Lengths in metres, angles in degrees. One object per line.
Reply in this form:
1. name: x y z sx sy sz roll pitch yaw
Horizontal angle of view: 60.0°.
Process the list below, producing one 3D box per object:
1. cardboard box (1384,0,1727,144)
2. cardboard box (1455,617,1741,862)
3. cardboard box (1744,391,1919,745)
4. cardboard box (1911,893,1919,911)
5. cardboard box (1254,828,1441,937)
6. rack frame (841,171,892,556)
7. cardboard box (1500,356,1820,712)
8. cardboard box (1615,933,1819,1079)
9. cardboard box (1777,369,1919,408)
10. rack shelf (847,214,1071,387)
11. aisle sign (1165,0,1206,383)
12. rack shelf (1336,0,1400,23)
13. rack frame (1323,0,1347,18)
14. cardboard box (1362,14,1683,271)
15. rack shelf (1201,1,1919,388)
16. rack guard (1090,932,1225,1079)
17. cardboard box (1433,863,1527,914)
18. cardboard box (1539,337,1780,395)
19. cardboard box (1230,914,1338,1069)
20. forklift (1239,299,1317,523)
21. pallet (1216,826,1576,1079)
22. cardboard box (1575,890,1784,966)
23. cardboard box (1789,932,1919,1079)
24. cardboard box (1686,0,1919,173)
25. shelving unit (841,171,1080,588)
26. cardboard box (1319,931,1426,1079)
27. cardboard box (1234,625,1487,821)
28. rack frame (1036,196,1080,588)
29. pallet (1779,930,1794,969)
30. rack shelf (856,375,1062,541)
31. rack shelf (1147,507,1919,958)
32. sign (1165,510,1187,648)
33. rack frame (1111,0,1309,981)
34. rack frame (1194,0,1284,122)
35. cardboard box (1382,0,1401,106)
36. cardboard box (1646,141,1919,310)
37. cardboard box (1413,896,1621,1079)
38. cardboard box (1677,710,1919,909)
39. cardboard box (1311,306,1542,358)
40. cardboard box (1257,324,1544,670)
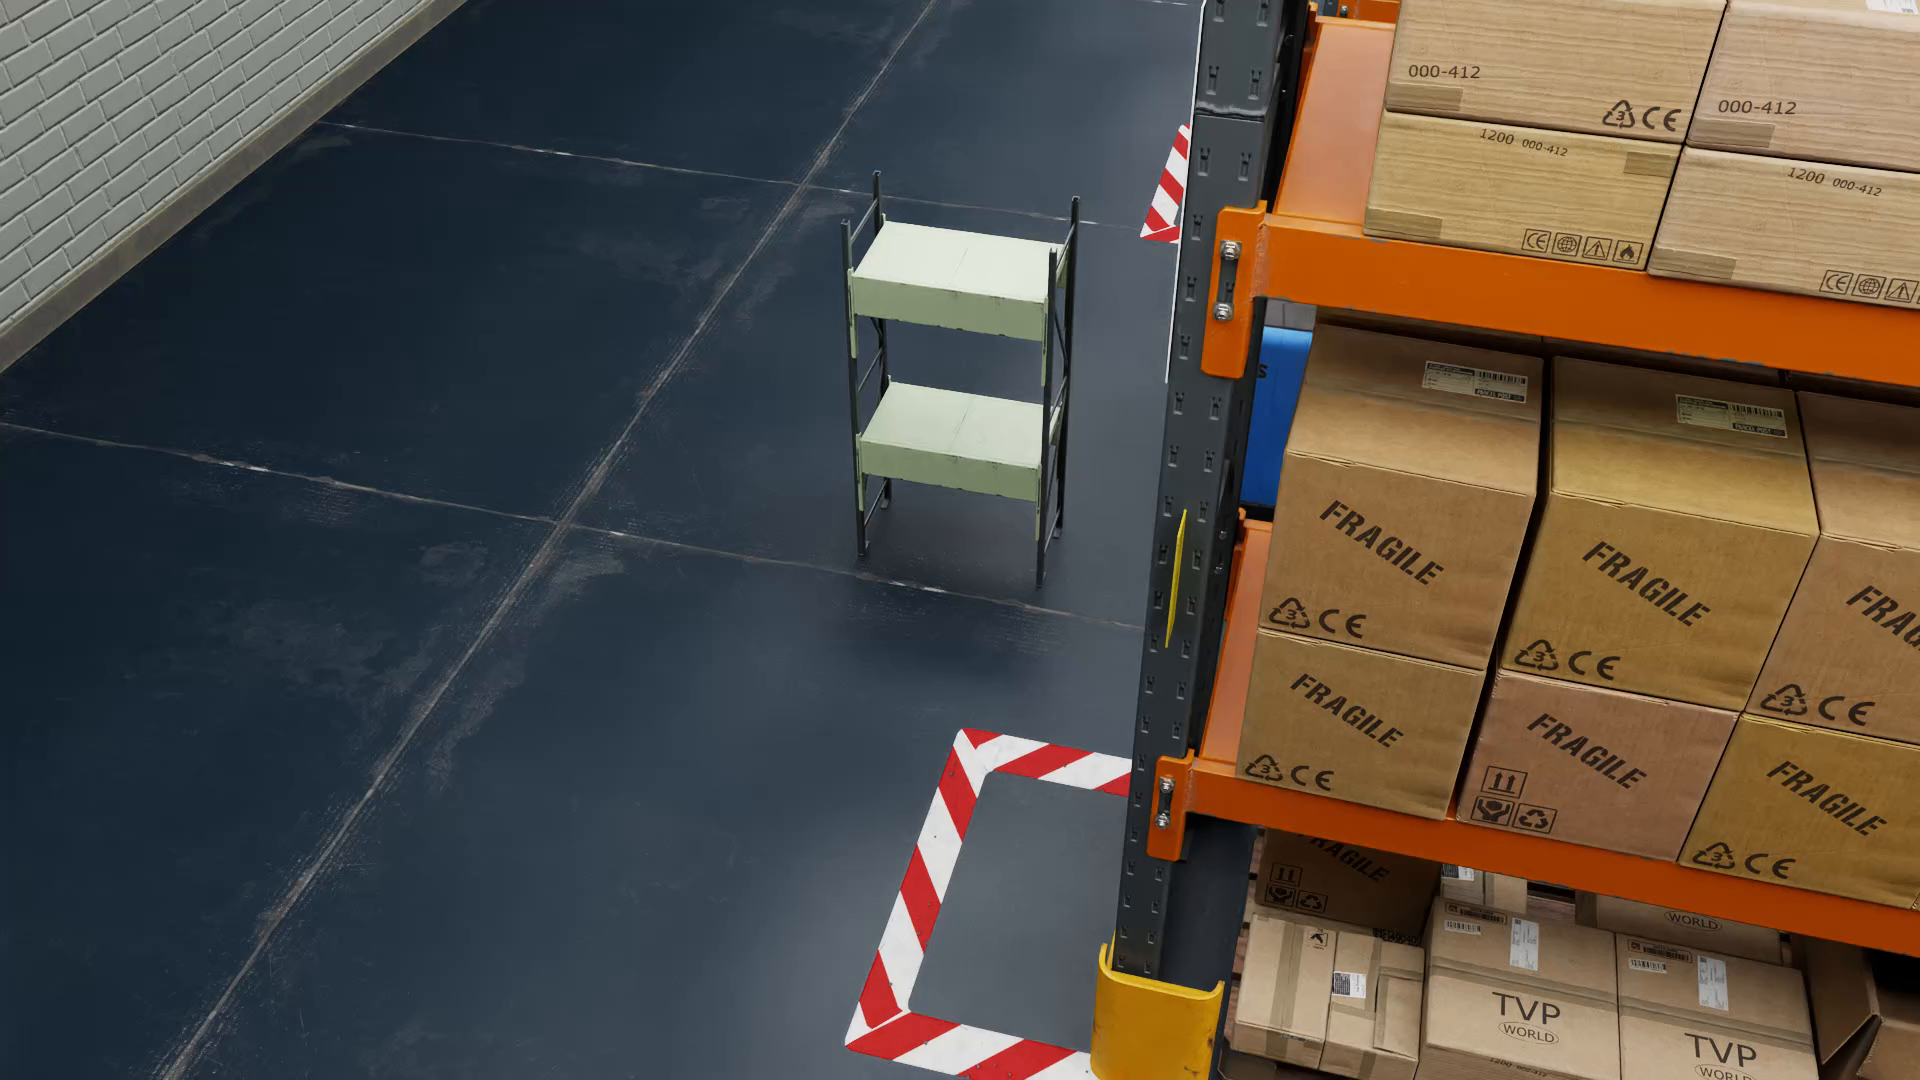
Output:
1. cardboard box: 1.042 -0.955 2.950 0.500 0.250 0.500 10 41 11
2. cardboard box: 1.473 0.362 3.908 0.500 0.500 0.500 9 41 11
3. cardboard box: 1.963 0.065 3.485 0.500 0.500 0.500 10 41 12
4. cardboard box: 2.440 0.532 3.707 0.500 0.500 0.500 10 41 12
5. cardboard box: 1.202 0.807 5.059 0.500 0.500 0.500 10 41 11
6. rack frame: -0.347 -0.634 6.339 0.023 1.500 0.400 10 41 11
7. cardboard box: 1.481 -0.021 3.587 0.500 0.500 0.500 10 41 12
8. cardboard box: 2.031 1.398 4.549 0.500 0.250 0.500 10 41 11
9. cardboard box: 2.104 -0.271 3.885 0.500 0.500 0.500 11 41 13
10. rack shelf: 0.006 -0.872 6.015 0.720 0.370 0.431 10 41 11
11. aisle sign: 0.471 -0.744 3.282 0.004 0.787 0.394 10 41 11
12. rack shelf: 3.829 -2.388 7.821 4.000 0.370 1.077 10 41 11
13. rack frame: 1.897 -2.996 7.985 0.127 3.000 1.000 10 41 11
14. cardboard box: 1.044 -0.767 3.116 0.500 0.250 0.500 10 41 11
15. rack shelf: 2.545 -0.460 3.193 4.000 0.370 1.077 10 41 11
16. rack guard: 0.687 1.050 5.111 0.348 0.500 1.175 10 41 11
17. cardboard box: 1.570 1.058 5.019 0.250 0.166 0.380 10 41 11
18. cardboard box: 1.602 -0.354 3.984 0.500 0.500 0.500 11 41 13
19. cardboard box: 0.929 1.287 4.760 0.250 0.149 0.380 10 41 11
20. forklift: 2.384 -1.173 5.867 3.031 2.935 1.130 9 41 10
21. pallet: 1.457 1.293 5.046 1.213 0.211 1.003 10 41 11
22. cardboard box: 2.112 1.079 4.929 0.500 0.250 0.500 10 41 11
23. cardboard box: 2.661 1.224 4.559 0.637 0.503 0.797 10 41 11
24. cardboard box: 1.523 -0.867 2.846 0.500 0.250 0.500 10 41 11
25. shelving unit: 0.006 -0.573 6.266 0.755 1.500 0.431 10 41 11
26. cardboard box: 1.170 1.322 4.705 0.250 0.166 0.380 10 41 11
27. cardboard box: 0.974 0.280 4.007 0.500 0.500 0.500 11 41 12
28. rack frame: 0.360 -0.512 6.194 0.023 1.500 0.400 10 41 11
29. pallet: 2.632 1.497 4.803 1.213 0.211 1.003 10 41 11
30. rack shelf: 0.006 -0.324 6.476 0.720 0.370 0.431 10 41 11
31. rack shelf: 2.545 0.689 4.157 4.000 0.370 1.077 10 41 11
32. sign: 0.473 0.086 3.642 0.005 0.325 0.100 10 41 11
33. rack frame: 0.613 0.081 4.322 0.127 3.000 1.000 10 41 11
34. rack frame: 0.613 -2.217 2.392 0.127 3.000 1.000 10 41 11
35. cardboard box: 1.178 -1.089 3.499 0.500 0.250 0.500 10 41 11
36. cardboard box: 1.523 -0.676 3.007 0.500 0.250 0.500 10 41 11
37. cardboard box: 1.548 1.315 4.648 0.500 0.250 0.500 10 41 11
38. cardboard box: 1.957 0.448 3.807 0.500 0.500 0.500 10 41 11
39. cardboard box: 1.114 -0.437 4.083 0.500 0.500 0.500 9 41 11
40. cardboard box: 0.974 -0.103 3.685 0.500 0.500 0.500 11 41 13
